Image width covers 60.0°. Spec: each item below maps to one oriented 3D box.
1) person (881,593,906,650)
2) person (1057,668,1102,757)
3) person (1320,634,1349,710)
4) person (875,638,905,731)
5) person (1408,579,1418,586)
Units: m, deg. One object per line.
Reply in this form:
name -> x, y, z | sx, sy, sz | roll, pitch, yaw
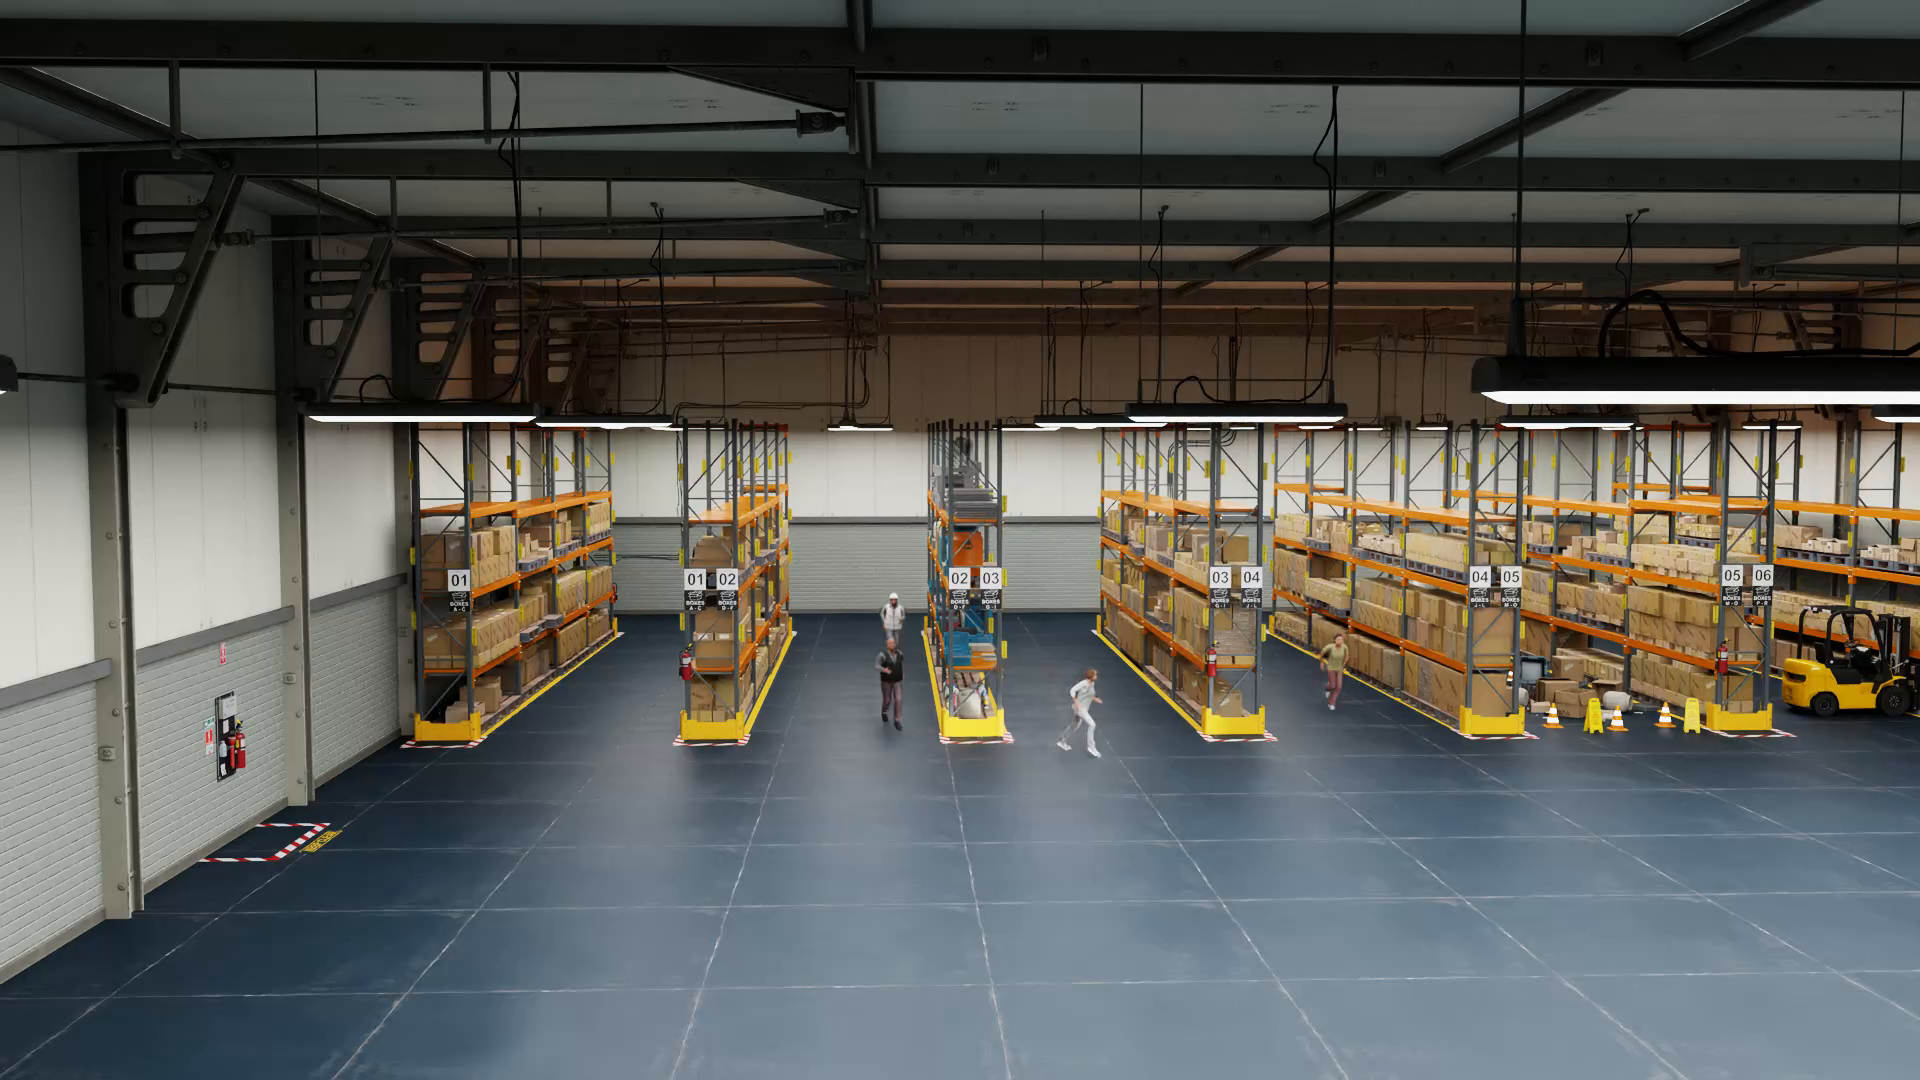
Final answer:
person -> -1.647, 2.221, 41.311 | 0.596, 1.822, 0.874 | -1, 4, -10
person -> 2.117, 3.050, 29.614 | 0.864, 1.576, 0.529 | 2, 4, 25
person -> 7.801, 2.725, 34.673 | 0.573, 1.602, 0.705 | -1, 4, -11
person -> -1.348, 2.783, 32.385 | 0.660, 1.746, 0.925 | -1, 4, -17
person -> 13.398, 1.743, 49.418 | 0.661, 1.619, 0.586 | -1, 4, -14
